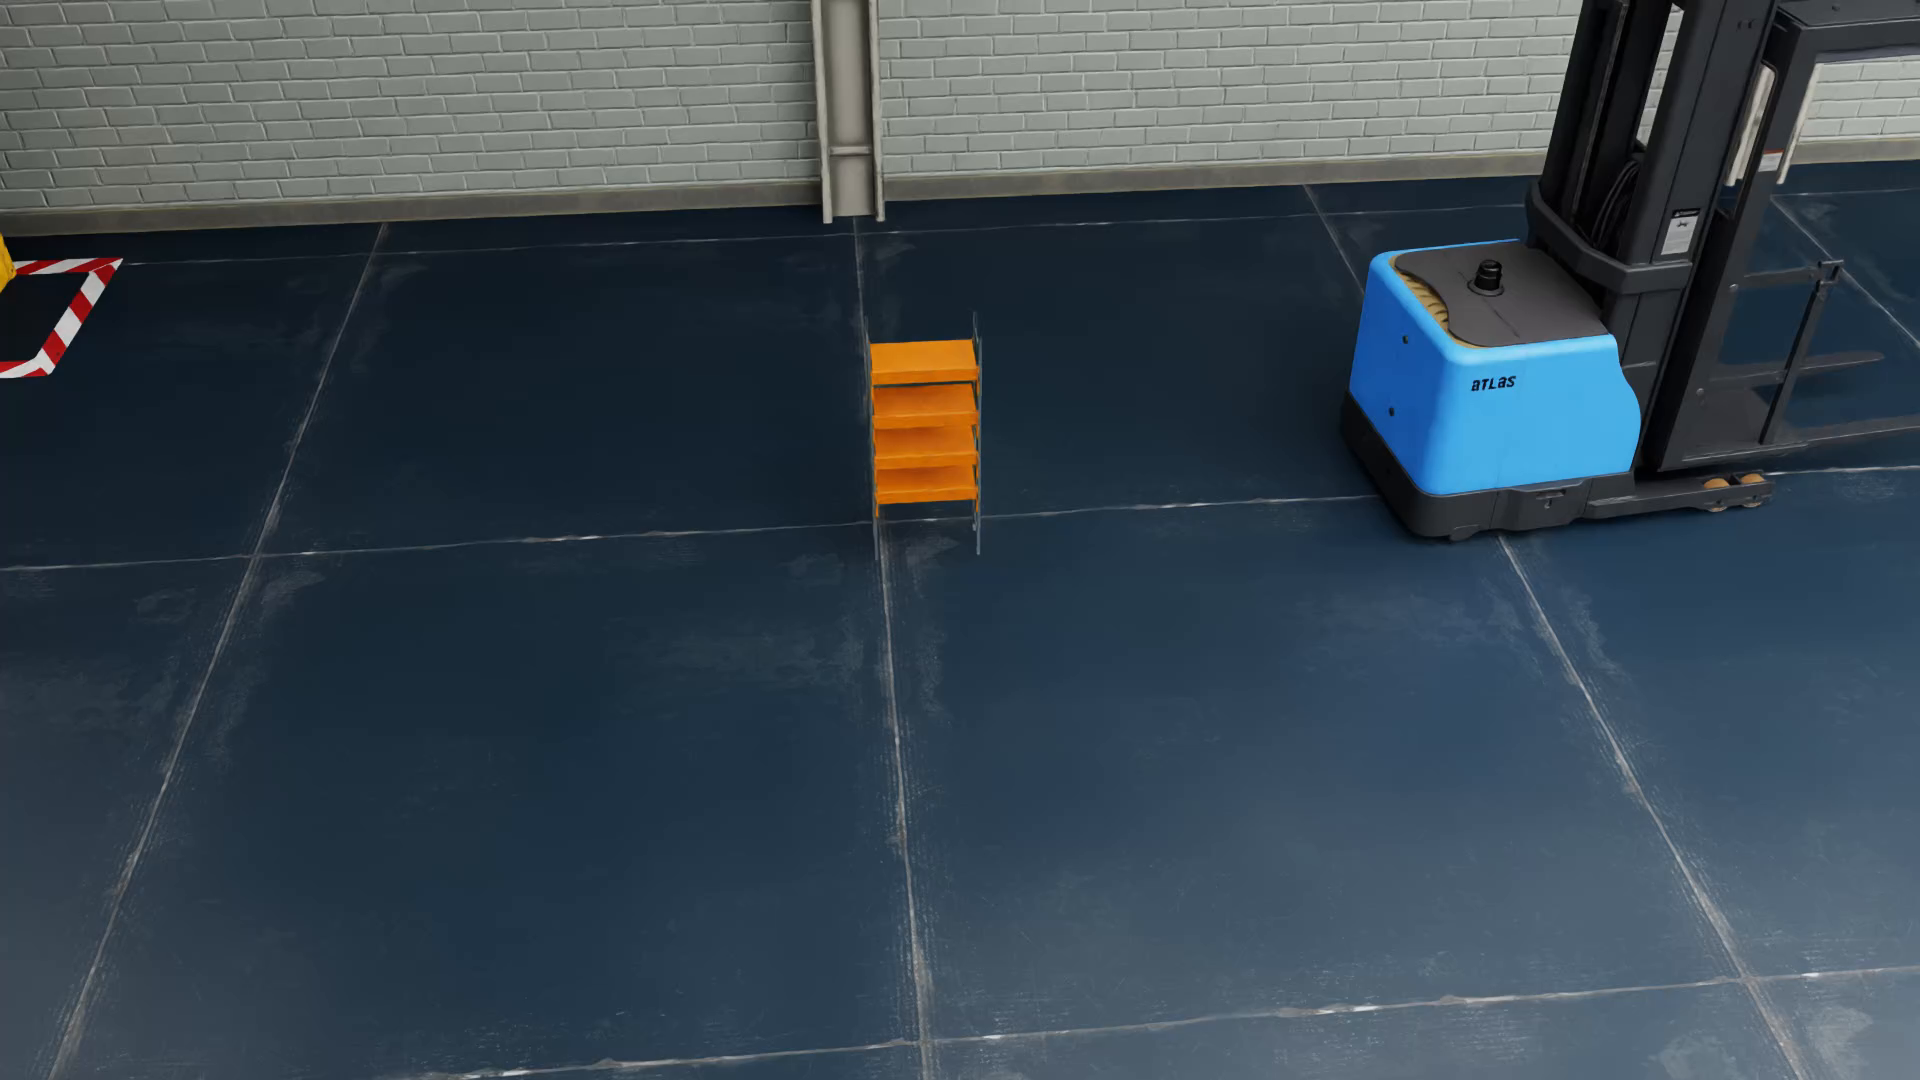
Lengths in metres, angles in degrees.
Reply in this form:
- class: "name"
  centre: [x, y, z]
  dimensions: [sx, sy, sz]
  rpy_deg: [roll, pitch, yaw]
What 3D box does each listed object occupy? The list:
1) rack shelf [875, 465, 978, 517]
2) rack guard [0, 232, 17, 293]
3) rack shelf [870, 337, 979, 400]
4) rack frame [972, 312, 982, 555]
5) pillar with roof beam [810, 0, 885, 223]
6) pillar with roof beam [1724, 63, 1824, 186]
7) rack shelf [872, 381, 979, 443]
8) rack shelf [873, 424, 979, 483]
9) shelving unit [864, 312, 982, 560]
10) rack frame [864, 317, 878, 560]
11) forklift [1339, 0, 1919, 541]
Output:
- class: "rack shelf"
  centre: [-0.165, -0.253, 7.853]
  dimensions: [0.480, 0.148, 0.258]
  rpy_deg: [-3, 38, -4]
- class: "rack guard"
  centre: [-5.871, -1.483, 9.548]
  dimensions: [0.348, 0.500, 1.175]
  rpy_deg: [-3, 38, -4]
- class: "rack shelf"
  centre: [-0.165, -0.770, 7.445]
  dimensions: [0.480, 0.148, 0.258]
  rpy_deg: [-3, 38, -4]
- class: "rack frame"
  centre: [0.078, -0.475, 7.706]
  dimensions: [0.015, 1.200, 0.240]
  rpy_deg: [-3, 38, -4]
- class: "pillar with roof beam"
  centre: [-0.310, -3.009, 4.621]
  dimensions: [0.400, 9.000, 9.100]
  rpy_deg: [-3, 38, -4]
- class: "pillar with roof beam"
  centre: [5.666, -3.338, 5.038]
  dimensions: [0.400, 9.000, 9.100]
  rpy_deg: [-3, 38, -4]
- class: "rack shelf"
  centre: [-0.165, -0.585, 7.592]
  dimensions: [0.480, 0.148, 0.258]
  rpy_deg: [-3, 38, -4]
- class: "rack shelf"
  centre: [-0.165, -0.409, 7.730]
  dimensions: [0.480, 0.148, 0.258]
  rpy_deg: [-3, 38, -4]
- class: "shelving unit"
  centre: [-0.165, -0.462, 7.689]
  dimensions: [0.503, 1.200, 0.258]
  rpy_deg: [-3, 38, -4]
- class: "rack frame"
  centre: [-0.408, -0.449, 7.672]
  dimensions: [0.015, 1.200, 0.240]
  rpy_deg: [-3, 38, -4]
- class: "forklift"
  centre: [3.556, -1.604, 7.739]
  dimensions: [3.031, 2.935, 1.130]
  rpy_deg: [-7, 39, -9]
